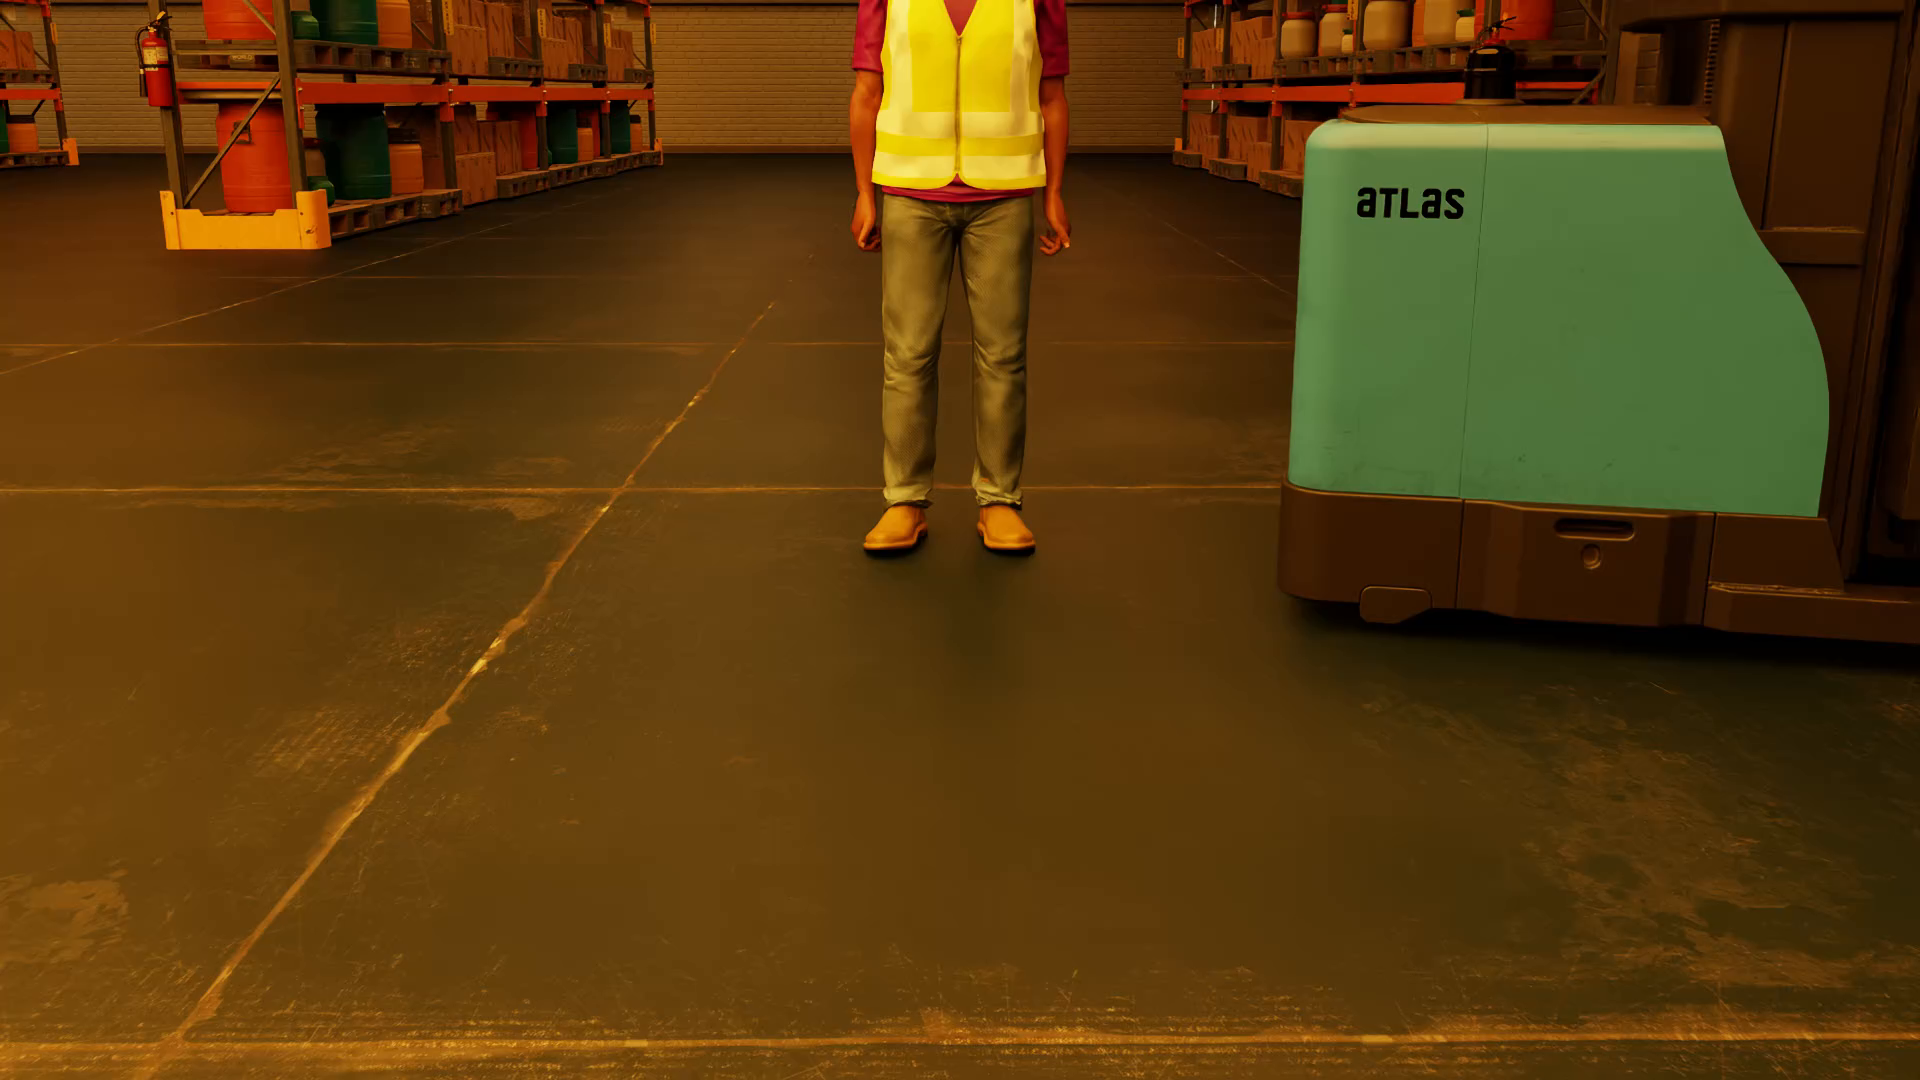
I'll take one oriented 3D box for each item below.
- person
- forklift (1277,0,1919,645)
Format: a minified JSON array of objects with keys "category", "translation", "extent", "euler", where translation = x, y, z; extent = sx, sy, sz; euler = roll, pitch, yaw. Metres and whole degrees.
[{"category":"person","translation":[0.003,-0.853,4.147],"extent":[0.556,1.770,0.395],"euler":[0,15,-1]},{"category":"forklift","translation":[2.280,-1.261,3.414],"extent":[3.031,2.935,1.130],"euler":[4,15,13]}]
